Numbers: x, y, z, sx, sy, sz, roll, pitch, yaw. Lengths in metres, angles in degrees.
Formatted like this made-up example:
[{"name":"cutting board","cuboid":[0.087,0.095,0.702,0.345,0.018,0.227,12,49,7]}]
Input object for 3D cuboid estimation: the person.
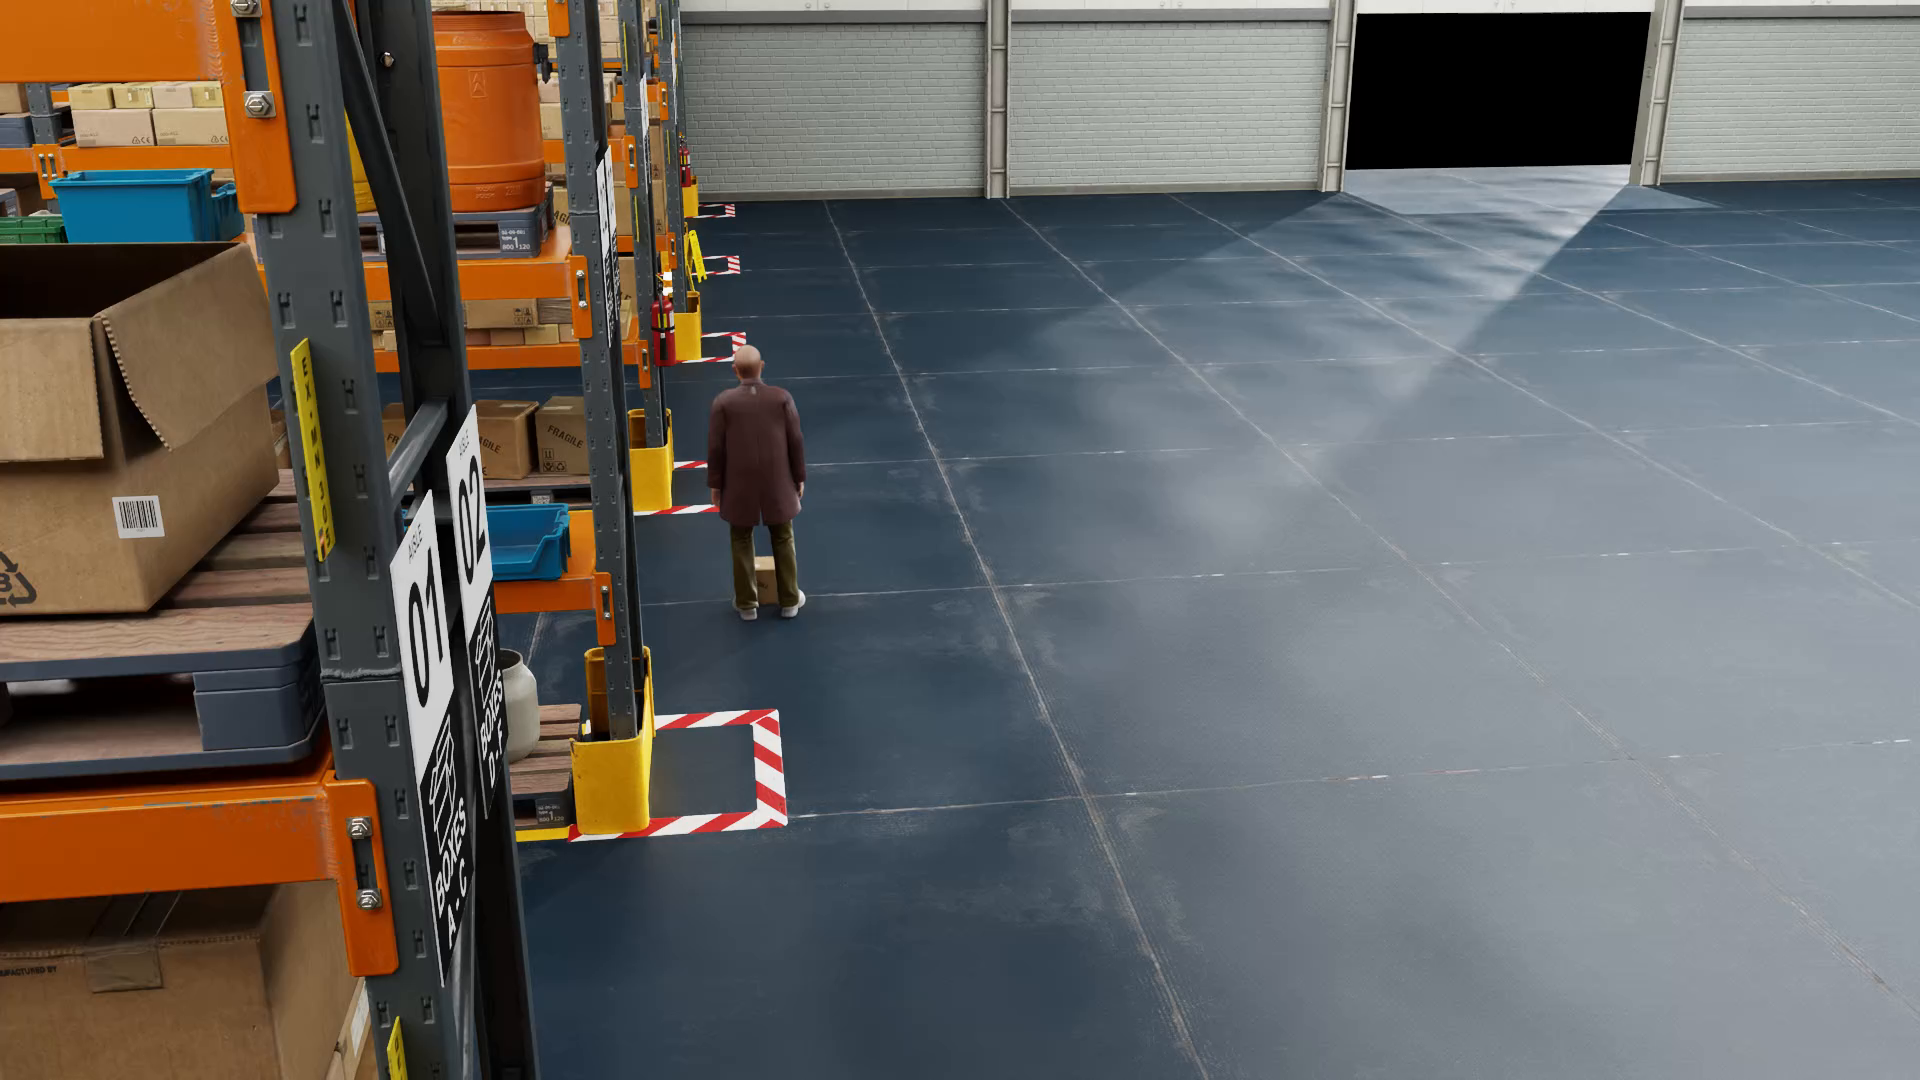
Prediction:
[{"name":"person","cuboid":[-1.295,-0.361,10.605,0.643,1.772,0.429,-4,20,-10]}]
